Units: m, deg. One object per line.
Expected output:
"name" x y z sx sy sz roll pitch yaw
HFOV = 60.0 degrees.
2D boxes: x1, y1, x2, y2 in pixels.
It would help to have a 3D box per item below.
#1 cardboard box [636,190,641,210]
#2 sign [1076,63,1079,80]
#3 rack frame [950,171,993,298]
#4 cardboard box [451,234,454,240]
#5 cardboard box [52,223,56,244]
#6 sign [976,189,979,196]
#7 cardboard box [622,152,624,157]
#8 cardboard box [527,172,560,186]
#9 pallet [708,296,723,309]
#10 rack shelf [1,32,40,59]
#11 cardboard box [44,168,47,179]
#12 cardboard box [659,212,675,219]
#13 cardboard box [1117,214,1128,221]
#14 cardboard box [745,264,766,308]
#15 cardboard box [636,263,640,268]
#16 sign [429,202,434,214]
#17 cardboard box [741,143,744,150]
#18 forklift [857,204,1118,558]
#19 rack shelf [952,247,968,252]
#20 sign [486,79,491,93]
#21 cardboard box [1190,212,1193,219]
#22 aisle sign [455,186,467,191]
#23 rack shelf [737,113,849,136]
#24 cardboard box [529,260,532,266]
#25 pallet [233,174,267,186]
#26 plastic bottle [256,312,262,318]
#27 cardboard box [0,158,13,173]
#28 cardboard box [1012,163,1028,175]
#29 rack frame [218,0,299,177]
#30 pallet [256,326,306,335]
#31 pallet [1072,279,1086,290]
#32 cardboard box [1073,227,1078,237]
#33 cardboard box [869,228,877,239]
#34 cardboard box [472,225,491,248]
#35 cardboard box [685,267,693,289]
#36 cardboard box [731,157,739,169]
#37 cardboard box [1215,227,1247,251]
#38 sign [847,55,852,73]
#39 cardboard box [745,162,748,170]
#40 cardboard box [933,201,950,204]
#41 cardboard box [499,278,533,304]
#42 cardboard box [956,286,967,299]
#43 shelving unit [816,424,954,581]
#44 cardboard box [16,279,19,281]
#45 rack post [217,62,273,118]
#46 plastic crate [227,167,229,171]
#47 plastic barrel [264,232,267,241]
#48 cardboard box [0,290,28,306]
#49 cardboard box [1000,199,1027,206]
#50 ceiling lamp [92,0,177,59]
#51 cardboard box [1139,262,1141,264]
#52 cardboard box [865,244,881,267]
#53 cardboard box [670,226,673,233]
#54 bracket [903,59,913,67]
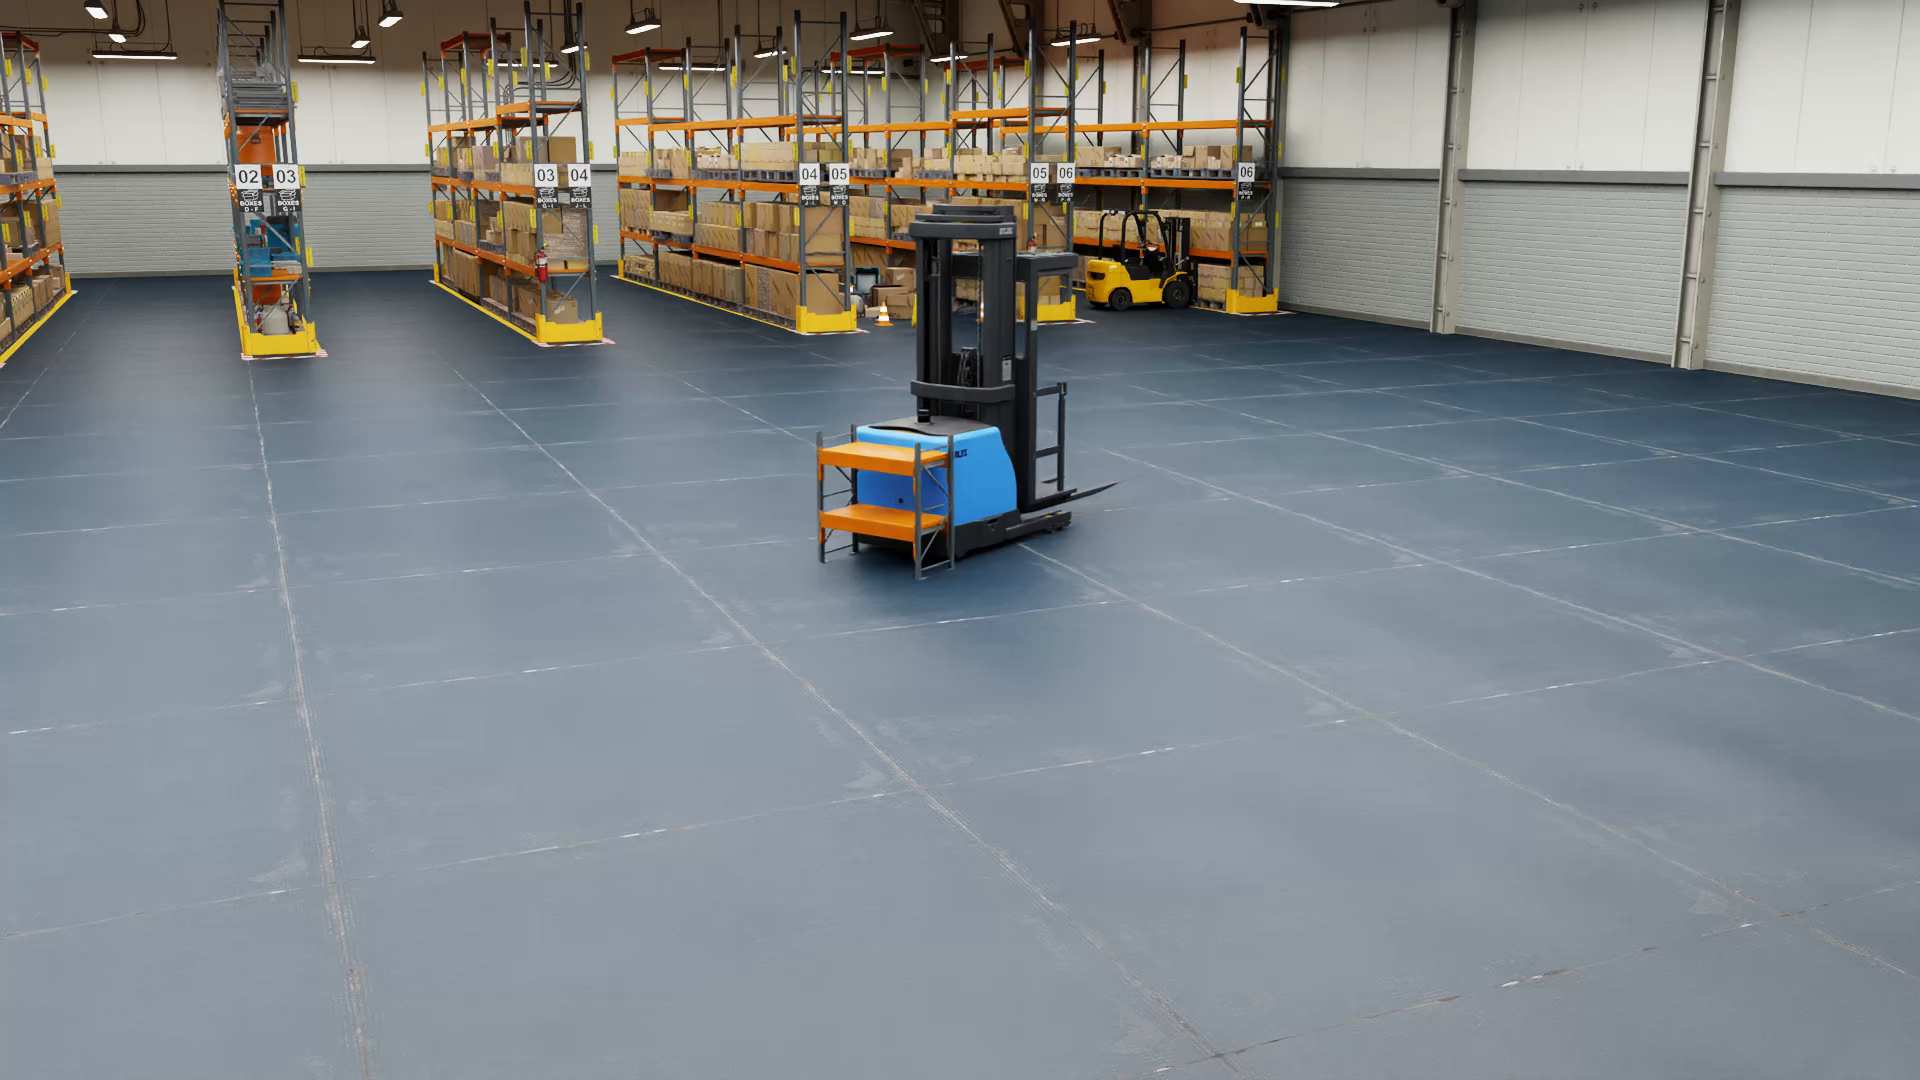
"cardboard box" -8.277 -9.028 44.124 0.500 0.500 0.500 -5 14 -21
"sign" 2.362 -9.515 33.777 0.100 0.325 0.005 -6 14 -23
"rack frame" 0.263 -6.876 37.926 1.000 3.000 0.127 -6 14 -23
"cardboard box" -12.444 -7.545 41.373 0.380 0.149 0.250 -6 14 -23
"cardboard box" -21.666 -7.232 39.244 0.500 0.500 0.500 -6 14 -24
"sign" 0.519 -10.568 50.611 0.100 0.325 0.005 -6 14 -23
"cardboard box" -8.991 -10.509 45.310 0.380 0.149 0.250 -6 14 -23
"cardboard box" -7.641 -6.619 30.498 0.500 0.250 0.500 -5 14 -22
"pallet" -5.103 -5.454 37.969 1.003 0.211 1.213 -6 14 -23
"rack shelf" -21.902 -11.344 38.153 1.077 0.370 4.000 -6 14 -23
"cardboard box" -21.667 -8.561 38.887 0.500 0.250 0.500 -6 14 -23
"cardboard box" -7.282 -8.095 41.500 0.380 0.149 0.250 -6 14 -23
"cardboard box" 4.072 -7.890 40.646 0.380 0.149 0.250 -6 14 -25
"cardboard box" -4.045 -5.441 35.508 0.875 0.875 0.875 -5 14 -22
"cardboard box" -8.631 -7.503 45.367 0.380 0.149 0.250 -6 14 -26
"sign" -14.135 -8.871 44.453 0.100 0.325 0.005 -6 14 -23
"cardboard box" -4.398 -8.283 34.988 0.380 0.149 0.250 -5 14 -22
"forklift" 0.368 -1.551 15.069 1.130 2.935 3.031 10 16 36
"rack shelf" 1.064 -6.112 36.222 1.077 0.370 4.000 -6 14 -23
"sign" -11.530 -11.101 40.632 0.100 0.325 0.005 -6 14 -23
"cardboard box" 5.455 -7.380 37.783 0.380 0.149 0.250 -5 14 -22
"aisle sign" -13.378 -9.769 44.659 0.394 0.787 0.004 -6 14 -23
"rack shelf" -3.431 -8.372 33.569 1.077 0.370 4.000 -6 14 -23
"cardboard box" -8.034 -5.329 31.800 0.380 0.149 0.250 -6 14 -23
"pallet" -12.977 -6.763 31.203 1.213 0.211 1.003 -6 14 -23
"plastic bottle" -13.041 -4.108 31.033 0.152 0.276 0.135 -6 14 -23
"cardboard box" -19.704 -7.510 33.794 0.910 0.500 0.500 -6 14 -23
"cardboard box" 1.413 -7.664 34.352 0.500 0.250 0.500 -6 14 -24
"rack frame" -11.753 -7.630 27.879 1.000 3.000 0.127 -6 14 -23
"pallet" -12.632 -3.780 30.734 1.003 0.211 1.213 -6 14 -23
"pallet" 3.501 -6.619 43.002 1.003 0.211 1.213 -6 14 -23
"cardboard box" 3.161 -7.965 42.963 0.500 0.250 0.500 -6 14 -23
"cardboard box" -1.999 -7.814 42.314 0.500 0.250 0.500 -5 14 -22
"cardboard box" -10.845 -6.935 37.962 0.500 0.500 0.500 -5 14 -21
"cardboard box" -6.338 -6.333 40.195 0.500 0.500 0.500 -6 14 -23
"cardboard box" -4.662 -8.181 36.092 0.500 0.250 0.500 -5 14 -22
"cardboard box" 5.974 -6.625 36.622 0.500 0.500 0.500 -6 14 -24
"sign" -2.119 -9.085 31.745 0.100 0.325 0.005 -6 14 -23
"cardboard box" -4.293 -7.841 34.848 0.380 0.149 0.250 -6 14 -23
"cardboard box" -0.417 -7.806 38.695 0.380 0.149 0.250 -6 14 -25
"cardboard box" -9.666 -5.437 36.278 0.700 0.500 0.500 -4 14 -18
"cardboard box" 0.252 -5.595 37.557 0.500 0.250 0.500 -6 14 -26
"shelving unit" -0.621 -0.329 13.796 1.048 1.125 0.538 9 16 34
"cardboard box" -20.713 -5.401 36.122 0.500 0.500 0.500 -5 14 -22
"rack post" -14.223 -8.953 33.151 1.013 1.000 3.121 -6 14 -23
"plastic crate" -17.558 -8.931 40.414 0.437 0.282 0.530 -6 14 -23
"plastic barrel" -14.005 -6.058 34.091 0.433 0.535 0.433 0 13 0
"cardboard box" -18.649 -4.754 32.682 0.500 0.311 0.500 -6 14 -23
"cardboard box" 1.264 -6.921 35.024 0.700 0.500 0.500 -5 14 -22
"ceiling lamp" -21.484 -14.112 42.942 2.000 3.185 0.800 -6 14 -23
"cardboard box" 4.590 -6.479 40.548 0.875 0.625 0.625 -5 14 -20
"cardboard box" -1.894 -7.207 43.136 0.875 0.875 0.875 -5 14 -22
"cardboard box" -6.861 -7.589 40.632 0.380 0.149 0.250 -6 14 -25
"bracket" -1.693 -15.662 54.603 0.235 0.232 0.430 -6 14 -23
